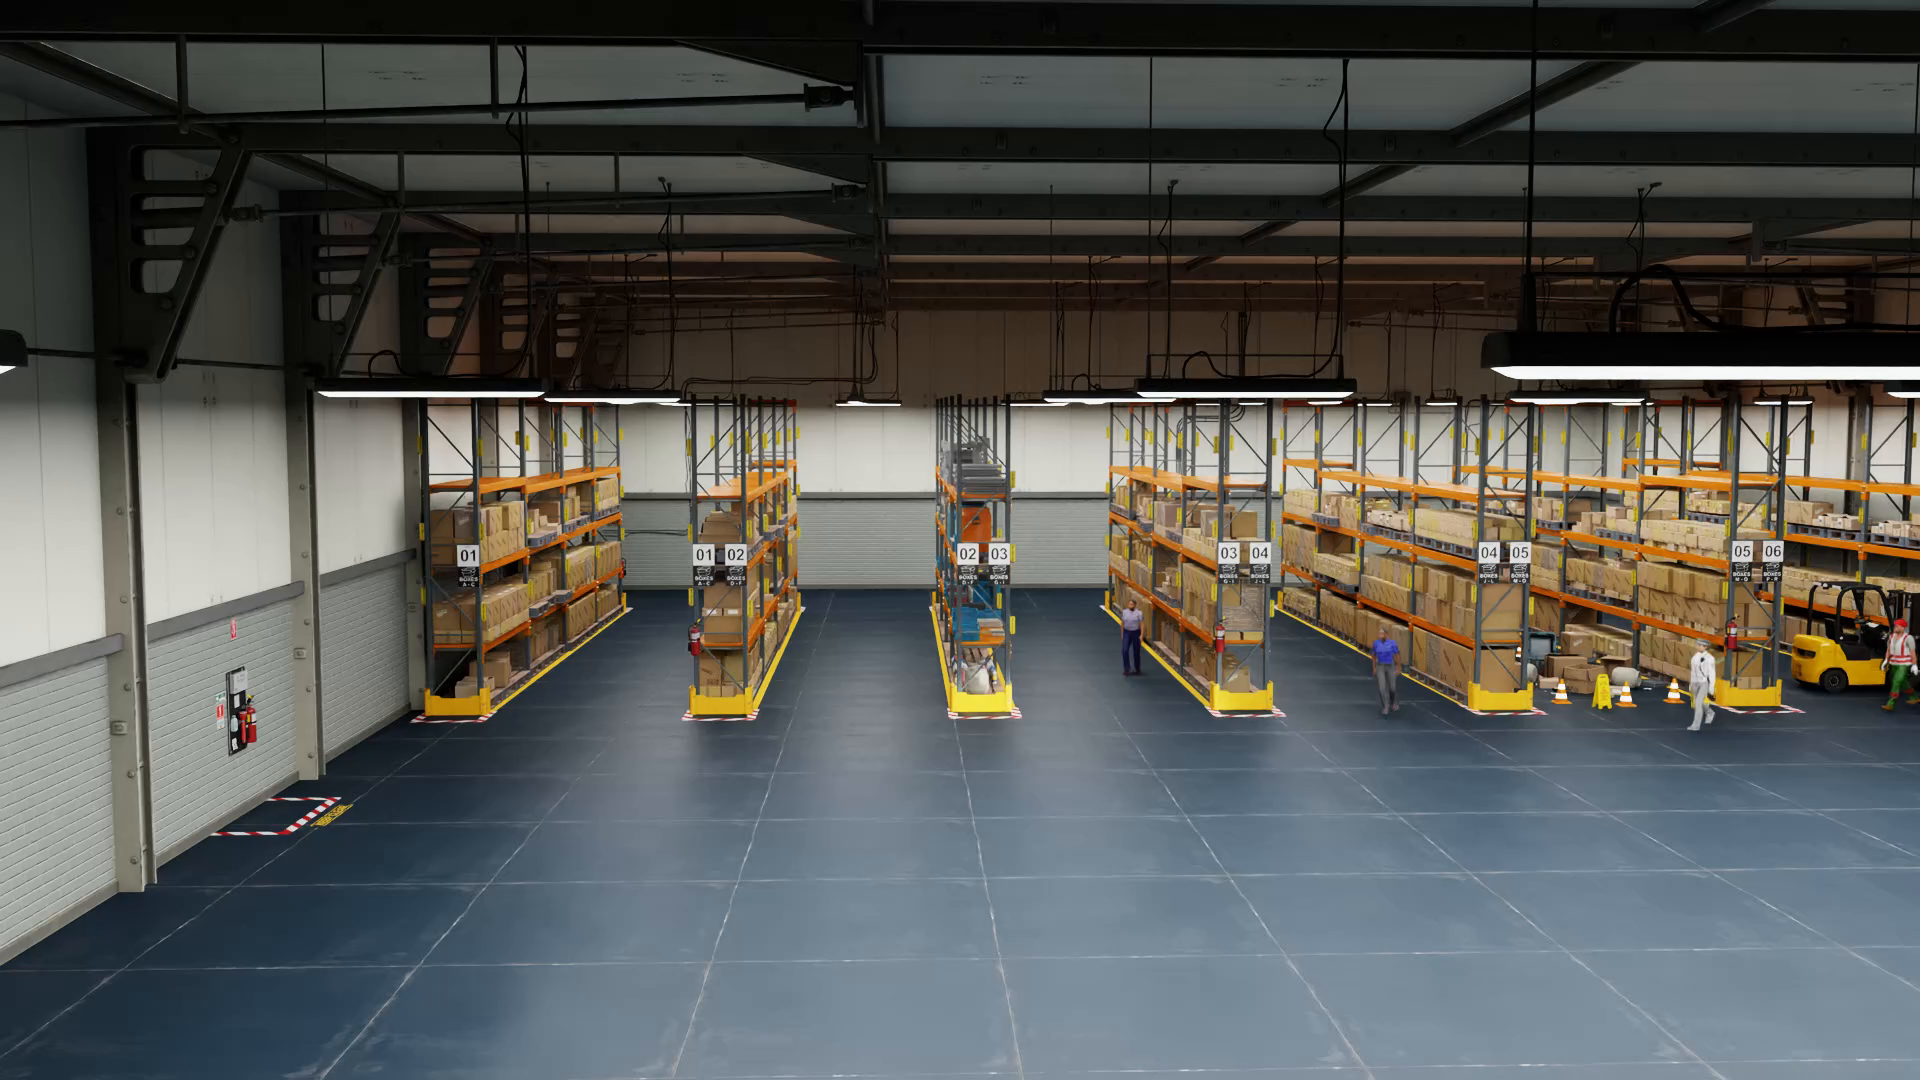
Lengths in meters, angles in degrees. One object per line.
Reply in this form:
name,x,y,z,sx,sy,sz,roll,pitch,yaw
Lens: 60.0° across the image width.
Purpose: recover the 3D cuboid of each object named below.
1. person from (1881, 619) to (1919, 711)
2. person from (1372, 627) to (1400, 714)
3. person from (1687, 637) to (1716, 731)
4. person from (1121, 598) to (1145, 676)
person,17.903,2.360,31.643,1.070,1.746,0.609,-2,5,-20
person,8.052,2.441,31.416,0.522,1.640,0.486,2,5,20
person,13.271,2.550,29.654,0.866,1.647,0.480,-3,5,-30
person,3.734,2.098,35.933,0.525,1.674,0.594,1,5,18
